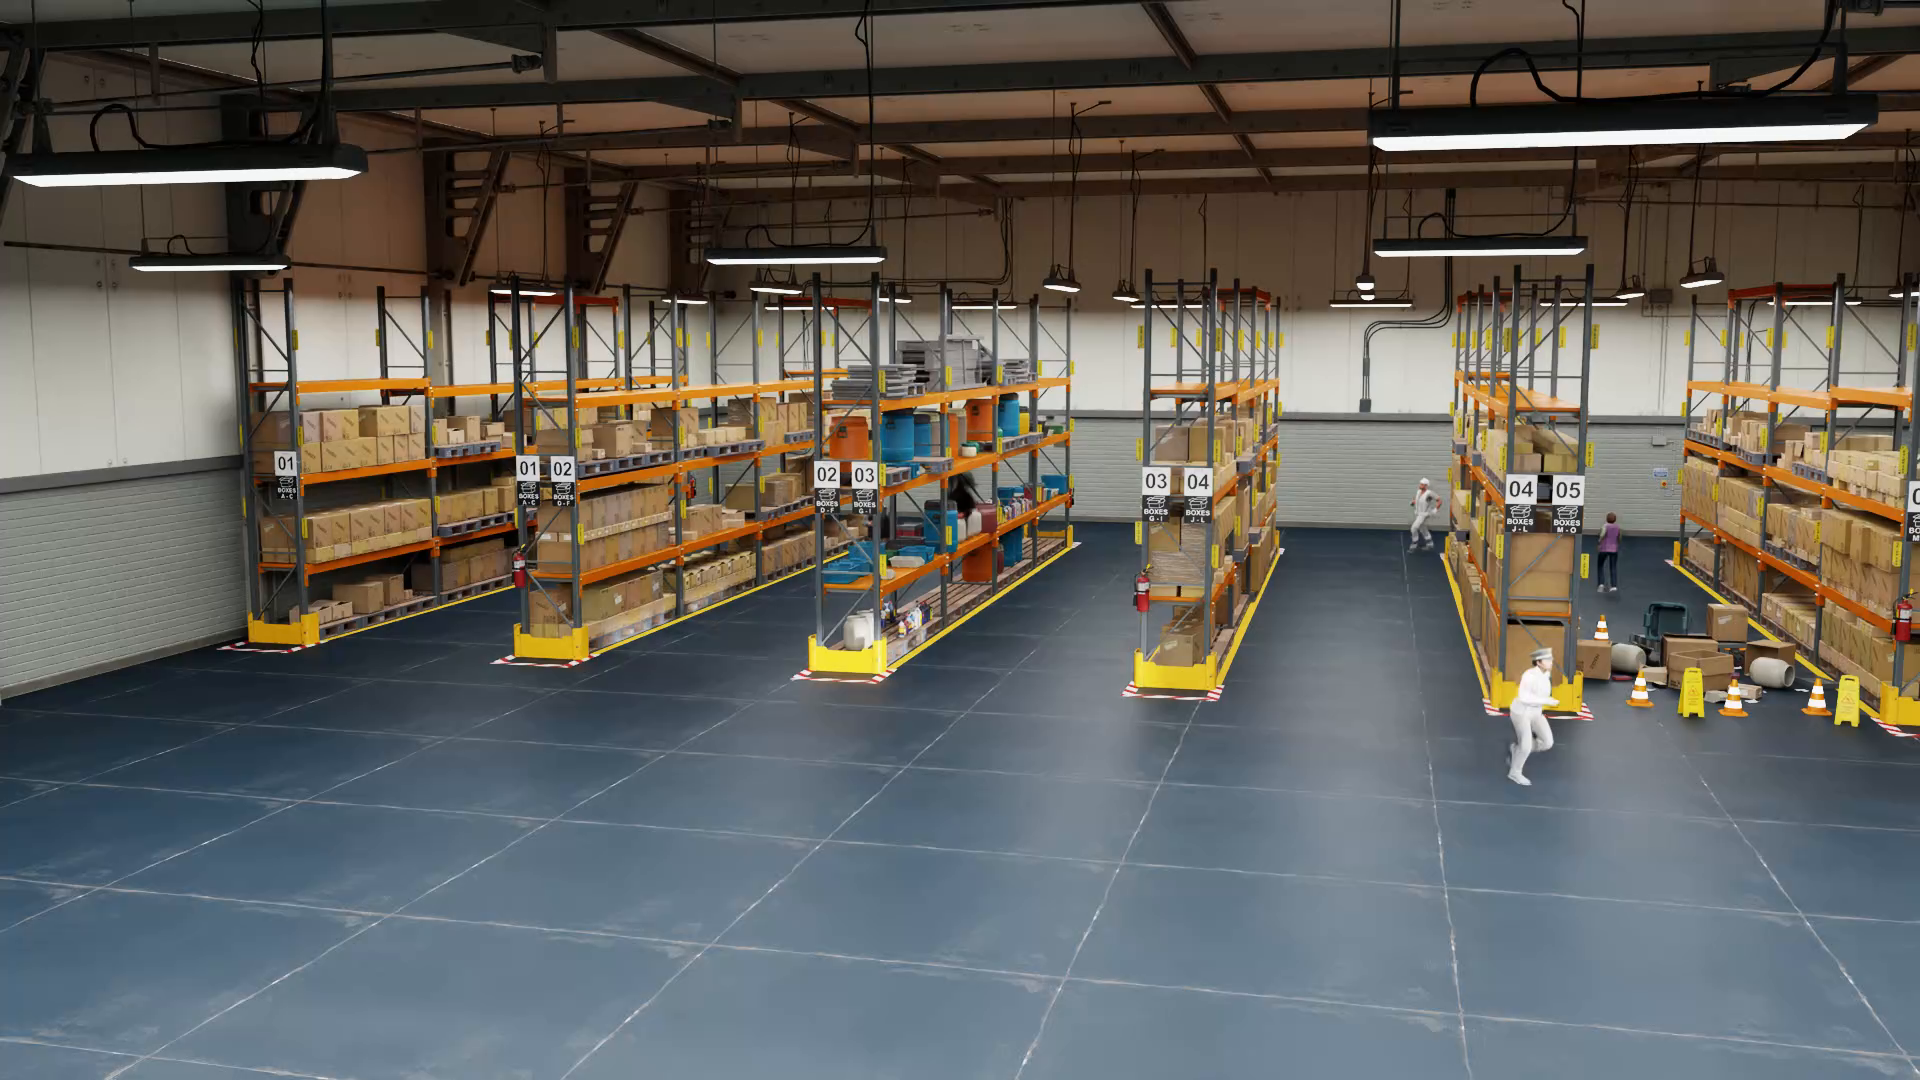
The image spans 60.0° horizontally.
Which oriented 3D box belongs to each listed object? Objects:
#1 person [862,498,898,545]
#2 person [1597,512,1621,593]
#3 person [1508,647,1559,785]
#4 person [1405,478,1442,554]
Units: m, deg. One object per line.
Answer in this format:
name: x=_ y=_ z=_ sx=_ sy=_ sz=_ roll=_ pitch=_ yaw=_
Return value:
person: x=-1.560 y=0.010 z=32.046 sx=0.642 sy=1.776 sz=0.807 roll=1 pitch=7 yaw=12
person: x=12.828 y=0.273 z=32.897 sx=0.503 sy=1.623 sz=0.711 roll=0 pitch=7 yaw=4
person: x=6.457 y=1.981 z=18.679 sx=0.597 sy=1.628 sz=0.659 roll=-4 pitch=8 yaw=-33
person: x=10.890 y=-0.548 z=39.028 sx=0.760 sy=1.819 sz=0.702 roll=-2 pitch=7 yaw=-18
